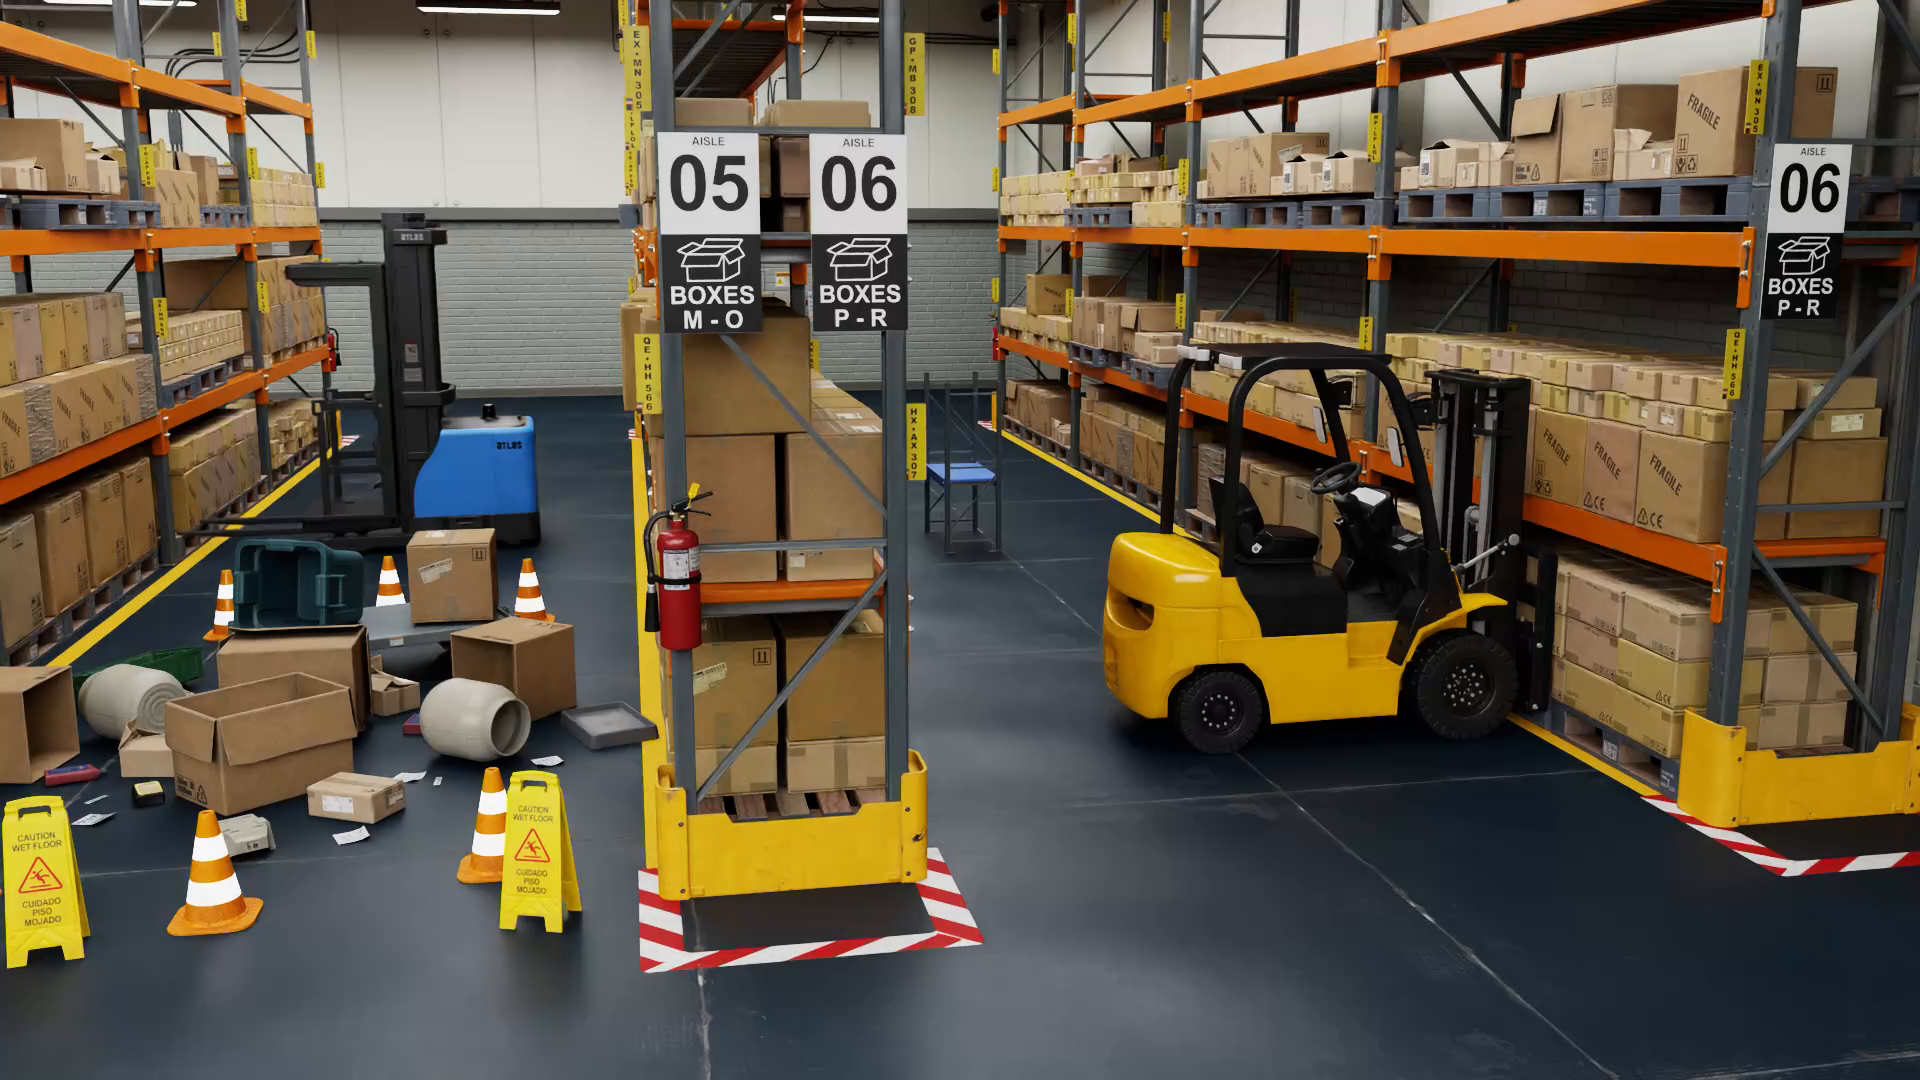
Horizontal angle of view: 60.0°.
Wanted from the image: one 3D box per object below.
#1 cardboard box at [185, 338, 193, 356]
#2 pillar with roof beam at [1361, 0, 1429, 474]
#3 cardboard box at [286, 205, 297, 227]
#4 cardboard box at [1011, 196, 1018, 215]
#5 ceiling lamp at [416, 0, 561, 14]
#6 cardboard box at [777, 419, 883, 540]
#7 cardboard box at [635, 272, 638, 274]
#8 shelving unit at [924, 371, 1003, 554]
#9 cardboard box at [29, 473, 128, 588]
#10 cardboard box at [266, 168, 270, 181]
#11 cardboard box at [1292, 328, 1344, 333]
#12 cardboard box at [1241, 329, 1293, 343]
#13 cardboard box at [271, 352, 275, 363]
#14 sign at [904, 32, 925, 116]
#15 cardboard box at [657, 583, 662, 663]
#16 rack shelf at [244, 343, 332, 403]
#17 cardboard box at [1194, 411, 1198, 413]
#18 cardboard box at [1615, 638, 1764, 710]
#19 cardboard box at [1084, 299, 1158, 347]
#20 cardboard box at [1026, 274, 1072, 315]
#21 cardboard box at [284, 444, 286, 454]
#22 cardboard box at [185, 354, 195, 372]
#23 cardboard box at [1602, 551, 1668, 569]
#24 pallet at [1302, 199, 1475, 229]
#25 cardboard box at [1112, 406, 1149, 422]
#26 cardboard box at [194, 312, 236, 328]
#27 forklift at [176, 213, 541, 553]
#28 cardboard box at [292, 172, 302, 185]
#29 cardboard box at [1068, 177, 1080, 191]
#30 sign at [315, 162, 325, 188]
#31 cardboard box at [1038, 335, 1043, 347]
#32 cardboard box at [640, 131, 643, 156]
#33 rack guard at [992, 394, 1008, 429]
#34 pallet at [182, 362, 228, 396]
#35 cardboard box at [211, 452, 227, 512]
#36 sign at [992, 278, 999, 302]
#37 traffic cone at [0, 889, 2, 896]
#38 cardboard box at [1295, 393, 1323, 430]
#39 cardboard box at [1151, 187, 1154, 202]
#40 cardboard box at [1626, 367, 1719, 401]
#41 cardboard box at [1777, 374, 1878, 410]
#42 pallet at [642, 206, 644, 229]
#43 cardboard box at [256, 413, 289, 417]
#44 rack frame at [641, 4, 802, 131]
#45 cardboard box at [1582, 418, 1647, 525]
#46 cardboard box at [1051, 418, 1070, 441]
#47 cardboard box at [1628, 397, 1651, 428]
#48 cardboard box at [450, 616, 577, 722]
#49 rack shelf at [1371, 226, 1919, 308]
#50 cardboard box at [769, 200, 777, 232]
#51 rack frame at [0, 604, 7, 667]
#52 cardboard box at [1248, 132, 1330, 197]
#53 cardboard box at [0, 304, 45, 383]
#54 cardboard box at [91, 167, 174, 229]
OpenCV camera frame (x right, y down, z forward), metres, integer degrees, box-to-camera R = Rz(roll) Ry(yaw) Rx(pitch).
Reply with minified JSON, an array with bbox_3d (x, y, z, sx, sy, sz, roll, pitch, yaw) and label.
[{"bbox_3d":[-7.221,-1.754,15.144,0.380,0.149,0.250,-2,11,-11],"label":"cardboard box"},{"bbox_3d":[-0.498,-4.203,13.210,9.100,9.000,0.400,-2,11,-11],"label":"pillar with roof beam"},{"bbox_3d":[-8.013,-3.750,19.258,0.500,0.250,0.500,-2,11,-8],"label":"cardboard box"},{"bbox_3d":[0.968,-4.448,22.126,0.500,0.250,0.500,-2,11,-10],"label":"cardboard box"},{"bbox_3d":[-6.737,-9.123,23.451,2.000,3.185,0.800,-2,11,-11],"label":"ceiling lamp"},{"bbox_3d":[-0.545,-0.262,7.489,0.500,0.500,0.500,-2,11,-12],"label":"cardboard box"},{"bbox_3d":[-3.422,-2.788,18.879,0.500,0.500,0.500,-2,11,-11],"label":"cardboard box"},{"bbox_3d":[0.017,-0.721,14.974,0.538,1.500,1.048,-2,11,-11],"label":"shelving unit"},{"bbox_3d":[-6.914,-0.065,12.408,1.050,0.750,0.750,-2,11,-10],"label":"cardboard box"},{"bbox_3d":[-7.915,-4.067,18.517,0.380,0.149,0.250,-2,11,-13],"label":"cardboard box"},{"bbox_3d":[3.090,-1.747,14.351,0.380,0.149,0.250,-2,11,-11],"label":"cardboard box"},{"bbox_3d":[2.630,-1.729,14.258,0.380,0.149,0.250,-2,11,-10],"label":"cardboard box"},{"bbox_3d":[-7.903,-2.054,18.640,0.380,0.149,0.250,-3,11,-14],"label":"cardboard box"},{"bbox_3d":[-0.193,-1.893,6.758,0.100,0.325,0.005,-2,11,-11],"label":"sign"},{"bbox_3d":[-1.439,0.383,9.385,0.500,0.500,0.500,-2,11,-8],"label":"cardboard box"},{"bbox_3d":[-8.284,-1.986,19.531,1.077,0.370,4.000,-2,11,-11],"label":"rack shelf"},{"bbox_3d":[2.476,-1.309,17.877,0.380,0.149,0.250,-3,11,-13],"label":"cardboard box"},{"bbox_3d":[3.742,0.670,8.549,0.500,0.250,0.500,-2,11,-12],"label":"cardboard box"},{"bbox_3d":[1.784,-2.416,18.475,0.700,0.500,0.500,-2,11,-10],"label":"cardboard box"},{"bbox_3d":[1.147,-3.158,21.368,0.500,0.500,0.500,-2,11,-10],"label":"cardboard box"},{"bbox_3d":[-7.987,-1.042,19.150,0.380,0.149,0.250,-3,11,-13],"label":"cardboard box"},{"bbox_3d":[-7.219,-1.608,15.171,0.380,0.149,0.250,-2,11,-9],"label":"cardboard box"},{"bbox_3d":[4.048,0.223,9.557,0.500,0.250,0.500,-2,11,-11],"label":"cardboard box"},{"bbox_3d":[3.181,-2.426,12.408,0.805,0.209,1.217,-3,11,-13],"label":"pallet"},{"bbox_3d":[1.887,-1.382,18.262,0.380,0.149,0.250,-2,11,-11],"label":"cardboard box"},{"bbox_3d":[-7.572,-2.232,16.857,0.380,0.149,0.250,-2,11,-13],"label":"cardboard box"},{"bbox_3d":[-5.347,-1.403,14.727,3.031,2.935,1.130,-3,11,-15],"label":"forklift"},{"bbox_3d":[-8.160,-4.357,20.039,0.380,0.149,0.250,-2,11,-10],"label":"cardboard box"},{"bbox_3d":[1.437,-4.033,18.827,0.380,0.149,0.250,-2,11,-9],"label":"cardboard box"},{"bbox_3d":[-8.125,-4.631,21.115,0.100,0.325,0.005,-2,11,-11],"label":"sign"},{"bbox_3d":[1.217,-2.562,21.305,0.380,0.149,0.250,-2,11,-11],"label":"cardboard box"},{"bbox_3d":[-1.616,-2.231,9.414,0.380,0.149,0.250,-2,11,-11],"label":"cardboard box"},{"bbox_3d":[1.046,-1.844,23.547,1.175,0.500,0.348,-2,11,-11],"label":"rack guard"},{"bbox_3d":[-7.542,-1.506,15.600,1.003,0.211,1.213,-2,11,-11],"label":"pallet"},{"bbox_3d":[-7.210,-0.542,15.585,0.500,0.500,0.500,-2,11,-12],"label":"cardboard box"},{"bbox_3d":[0.499,-3.491,23.201,0.100,0.325,0.005,-2,11,-11],"label":"sign"},{"bbox_3d":[-4.272,1.326,6.994,0.336,0.463,0.334,-2,11,-11],"label":"traffic cone"},{"bbox_3d":[2.907,-0.986,12.756,0.500,0.250,0.500,-2,11,-11],"label":"cardboard box"},{"bbox_3d":[2.134,-3.459,16.662,0.380,0.149,0.250,-2,11,-11],"label":"cardboard box"},{"bbox_3d":[3.711,-0.814,8.654,0.380,0.149,0.250,-2,11,-10],"label":"cardboard box"},{"bbox_3d":[4.287,-0.734,8.235,0.380,0.149,0.250,-2,11,-12],"label":"cardboard box"},{"bbox_3d":[-1.724,-2.392,12.222,1.213,0.211,1.003,-2,11,-11],"label":"pallet"},{"bbox_3d":[-8.028,-1.382,19.346,0.380,0.149,0.250,-3,11,-13],"label":"cardboard box"},{"bbox_3d":[-1.503,-3.651,10.310,1.000,3.000,0.127,-2,11,-11],"label":"rack frame"},{"bbox_3d":[3.698,-0.377,8.885,0.500,0.500,0.500,-2,11,-9],"label":"cardboard box"},{"bbox_3d":[1.343,-1.372,20.573,0.396,0.266,0.258,-2,11,-9],"label":"cardboard box"},{"bbox_3d":[3.731,-0.668,8.681,0.380,0.149,0.250,-2,11,-10],"label":"cardboard box"},{"bbox_3d":[-2.630,0.769,9.812,0.500,0.500,0.500,6,12,28],"label":"cardboard box"},{"bbox_3d":[3.754,-1.638,9.683,1.077,0.370,4.000,-2,11,-11],"label":"rack shelf"},{"bbox_3d":[-0.700,-1.532,7.873,0.380,0.149,0.250,-2,11,-11],"label":"cardboard box"},{"bbox_3d":[-6.339,-0.505,9.828,1.000,3.000,0.127,-2,11,-11],"label":"rack frame"},{"bbox_3d":[2.687,-3.068,13.614,0.500,0.500,0.500,-2,11,-10],"label":"cardboard box"},{"bbox_3d":[-6.641,-1.323,11.185,0.700,0.500,0.500,-2,11,-11],"label":"cardboard box"},{"bbox_3d":[-6.967,-2.876,13.994,0.500,0.500,0.500,-2,11,-11],"label":"cardboard box"}]
